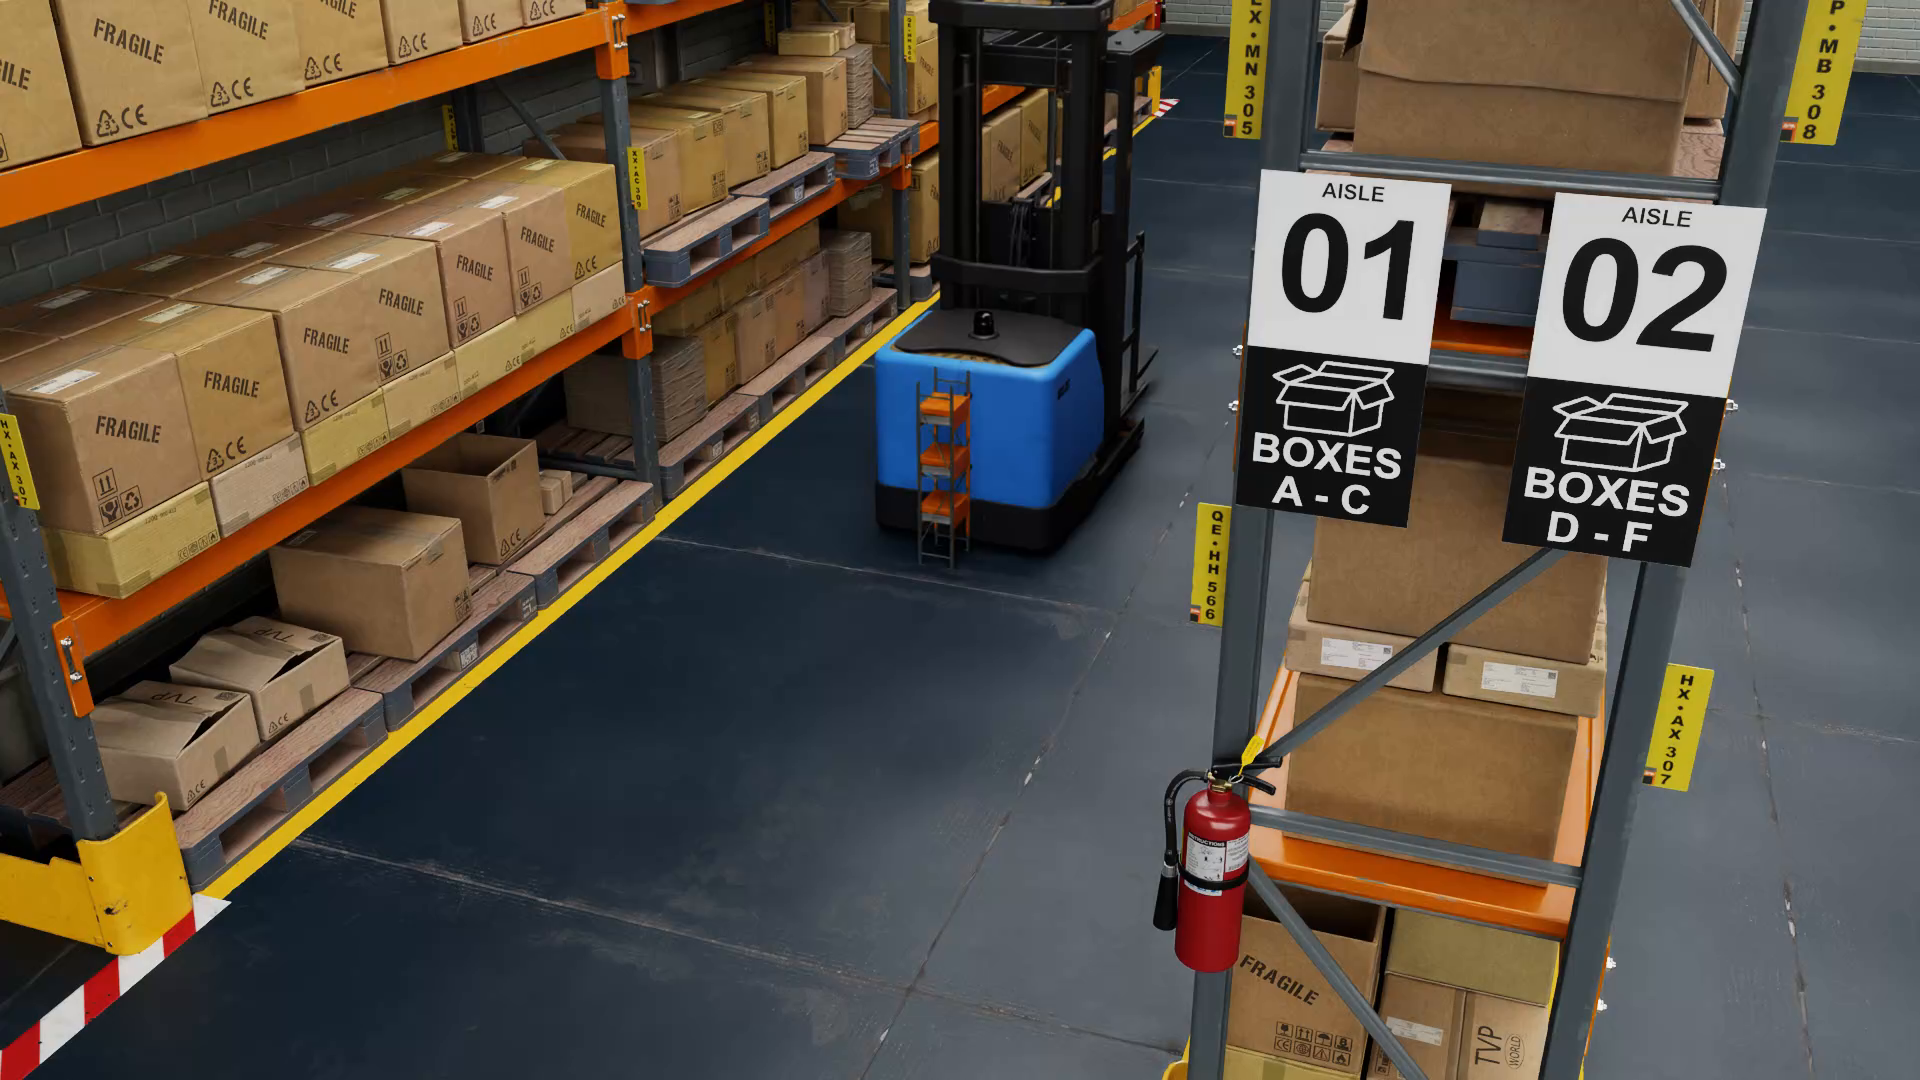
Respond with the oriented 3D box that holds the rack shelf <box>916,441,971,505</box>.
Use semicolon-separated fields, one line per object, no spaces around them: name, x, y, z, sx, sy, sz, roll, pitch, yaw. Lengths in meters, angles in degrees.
rack shelf;-0.086;-0.364;8.822;0.215;0.259;0.240;9;27;18

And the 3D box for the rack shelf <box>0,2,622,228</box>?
rack shelf;-2.877;-1.789;6.887;1.077;0.370;4.000;9;27;17

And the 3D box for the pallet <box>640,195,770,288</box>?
pallet;-1.820;-1.791;9.728;1.003;0.211;1.213;9;27;17

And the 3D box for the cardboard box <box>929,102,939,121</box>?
cardboard box;-0.292;-3.425;13.148;0.380;0.149;0.250;10;27;19

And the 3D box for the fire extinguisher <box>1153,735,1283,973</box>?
fire extinguisher;0.653;0.792;4.261;0.296;0.674;0.183;9;27;17

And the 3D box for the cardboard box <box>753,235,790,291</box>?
cardboard box;-1.486;-1.898;11.232;0.500;0.250;0.500;9;27;17

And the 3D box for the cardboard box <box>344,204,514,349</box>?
cardboard box;-2.416;-1.213;7.603;0.500;0.500;0.500;8;27;16

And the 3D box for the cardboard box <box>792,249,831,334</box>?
cardboard box;-1.352;-1.803;11.896;0.700;0.500;0.500;9;27;17

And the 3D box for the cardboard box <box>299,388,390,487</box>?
cardboard box;-2.746;-0.461;6.909;0.500;0.250;0.500;8;27;17

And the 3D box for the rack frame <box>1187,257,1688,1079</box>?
rack frame;1.130;0.776;4.206;1.000;3.000;0.127;9;27;17

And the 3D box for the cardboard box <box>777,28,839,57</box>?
cardboard box;-1.060;-3.483;11.638;0.380;0.149;0.250;4;26;9

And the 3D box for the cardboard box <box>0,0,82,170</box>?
cardboard box;-3.195;-1.446;5.215;0.500;0.500;0.500;9;27;19

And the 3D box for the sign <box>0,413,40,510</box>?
sign;-3.031;-0.252;5.335;0.100;0.325;0.005;9;27;17

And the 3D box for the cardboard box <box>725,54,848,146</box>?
cardboard box;-1.188;-3.043;11.474;0.700;0.500;0.500;6;27;13

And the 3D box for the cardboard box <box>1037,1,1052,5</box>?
cardboard box;0.535;-4.834;15.313;0.500;0.500;0.500;8;27;17

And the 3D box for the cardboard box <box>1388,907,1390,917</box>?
cardboard box;1.350;1.148;6.110;0.500;0.250;0.500;9;27;17

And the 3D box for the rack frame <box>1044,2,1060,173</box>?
rack frame;0.451;-4.872;15.871;1.000;3.000;0.127;9;27;17

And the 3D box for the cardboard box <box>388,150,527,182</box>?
cardboard box;-2.565;-1.701;8.610;0.500;0.500;0.500;8;27;16

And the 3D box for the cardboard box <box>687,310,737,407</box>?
cardboard box;-1.858;-1.182;10.613;0.700;0.500;0.500;8;27;16

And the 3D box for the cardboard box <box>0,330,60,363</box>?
cardboard box;-3.586;-0.445;6.015;0.500;0.500;0.500;8;27;17

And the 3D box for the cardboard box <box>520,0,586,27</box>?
cardboard box;-2.147;-2.744;7.897;0.500;0.500;0.500;10;27;19

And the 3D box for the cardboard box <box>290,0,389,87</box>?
cardboard box;-2.656;-2.099;6.563;0.500;0.500;0.500;10;28;21

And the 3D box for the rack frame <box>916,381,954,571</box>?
rack frame;-0.129;-0.324;8.714;0.200;1.050;0.008;9;27;18

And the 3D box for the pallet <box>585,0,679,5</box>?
pallet;-1.906;-3.089;8.960;1.213;0.211;1.003;9;27;17

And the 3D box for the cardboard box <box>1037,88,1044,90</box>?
cardboard box;0.821;-4.815;17.395;0.380;0.149;0.250;8;27;16

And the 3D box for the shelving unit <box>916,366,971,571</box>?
shelving unit;-0.086;-0.374;8.817;0.215;1.050;0.252;9;27;18

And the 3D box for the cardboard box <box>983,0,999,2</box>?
cardboard box;0.019;-4.541;13.847;0.500;0.250;0.500;8;27;16

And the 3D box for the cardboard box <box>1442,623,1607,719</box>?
cardboard box;1.464;0.309;4.311;0.380;0.149;0.250;9;27;17

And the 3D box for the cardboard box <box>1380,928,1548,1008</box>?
cardboard box;1.681;1.430;5.527;0.500;0.250;0.500;9;27;17

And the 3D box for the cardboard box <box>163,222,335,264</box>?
cardboard box;-3.074;-1.070;7.307;0.500;0.500;0.500;9;27;18

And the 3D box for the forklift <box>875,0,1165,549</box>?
forklift;0.519;-1.888;9.787;1.130;2.935;3.031;9;27;18

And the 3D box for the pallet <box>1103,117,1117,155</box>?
pallet;1.182;-4.421;18.140;1.003;0.211;1.213;9;27;17

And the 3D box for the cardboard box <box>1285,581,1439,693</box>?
cardboard box;1.078;0.254;4.424;0.380;0.149;0.250;8;27;17

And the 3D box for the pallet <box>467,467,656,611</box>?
pallet;-2.402;-0.049;9.108;1.003;0.211;1.213;9;27;17

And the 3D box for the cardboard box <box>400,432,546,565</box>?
cardboard box;-2.519;-0.225;8.637;0.500;0.500;0.500;7;27;14

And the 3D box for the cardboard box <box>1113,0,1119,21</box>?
cardboard box;1.128;-5.828;17.500;0.980;0.700;0.700;7;27;15

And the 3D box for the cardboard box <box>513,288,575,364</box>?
cardboard box;-2.257;-1.084;8.196;0.500;0.250;0.500;9;27;18

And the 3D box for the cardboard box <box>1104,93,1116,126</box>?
cardboard box;1.310;-4.866;18.244;0.700;0.500;0.500;8;27;16

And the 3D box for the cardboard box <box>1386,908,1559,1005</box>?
cardboard box;1.683;1.093;5.363;0.500;0.500;0.500;9;27;17

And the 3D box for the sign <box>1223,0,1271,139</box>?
sign;0.623;-1.022;3.551;0.100;0.325;0.005;9;27;17

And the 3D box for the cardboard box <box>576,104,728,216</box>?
cardboard box;-1.817;-2.261;9.857;0.700;0.500;0.500;12;28;23

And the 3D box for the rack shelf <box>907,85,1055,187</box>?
rack shelf;-0.215;-3.727;14.330;1.077;0.370;4.000;9;27;17

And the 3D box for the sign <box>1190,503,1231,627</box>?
sign;0.623;0.064;4.076;0.100;0.325;0.005;9;27;17

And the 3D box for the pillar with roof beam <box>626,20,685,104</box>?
pillar with roof beam;1.931;-4.896;9.035;9.100;9.000;0.400;9;27;17

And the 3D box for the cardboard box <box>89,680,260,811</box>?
cardboard box;-3.227;0.800;6.736;0.500;0.311;0.500;6;26;12

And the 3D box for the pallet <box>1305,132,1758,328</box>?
pallet;1.390;-0.821;4.164;1.003;0.211;1.213;9;27;17

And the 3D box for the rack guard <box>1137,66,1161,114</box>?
rack guard;1.790;-5.401;19.831;1.175;0.500;0.348;9;27;17

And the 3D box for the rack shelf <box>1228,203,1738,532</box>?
rack shelf;1.796;-1.072;5.406;1.077;0.370;4.000;9;27;17

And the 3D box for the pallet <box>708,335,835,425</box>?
pallet;-1.549;-1.153;11.389;1.003;0.211;1.213;9;27;17

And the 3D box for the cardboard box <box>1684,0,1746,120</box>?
cardboard box;1.940;-1.514;4.736;0.500;0.500;0.500;9;27;17

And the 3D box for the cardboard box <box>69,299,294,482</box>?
cardboard box;-2.926;-0.574;6.283;0.500;0.500;0.500;9;27;18

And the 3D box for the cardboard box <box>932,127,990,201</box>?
cardboard box;-0.214;-3.092;14.180;0.750;0.750;0.750;9;27;17

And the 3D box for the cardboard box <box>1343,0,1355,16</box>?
cardboard box;1.450;-1.526;4.978;0.500;0.311;0.500;12;28;23

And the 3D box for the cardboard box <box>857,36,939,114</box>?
cardboard box;-0.477;-3.579;12.721;0.500;0.500;0.500;10;27;19
